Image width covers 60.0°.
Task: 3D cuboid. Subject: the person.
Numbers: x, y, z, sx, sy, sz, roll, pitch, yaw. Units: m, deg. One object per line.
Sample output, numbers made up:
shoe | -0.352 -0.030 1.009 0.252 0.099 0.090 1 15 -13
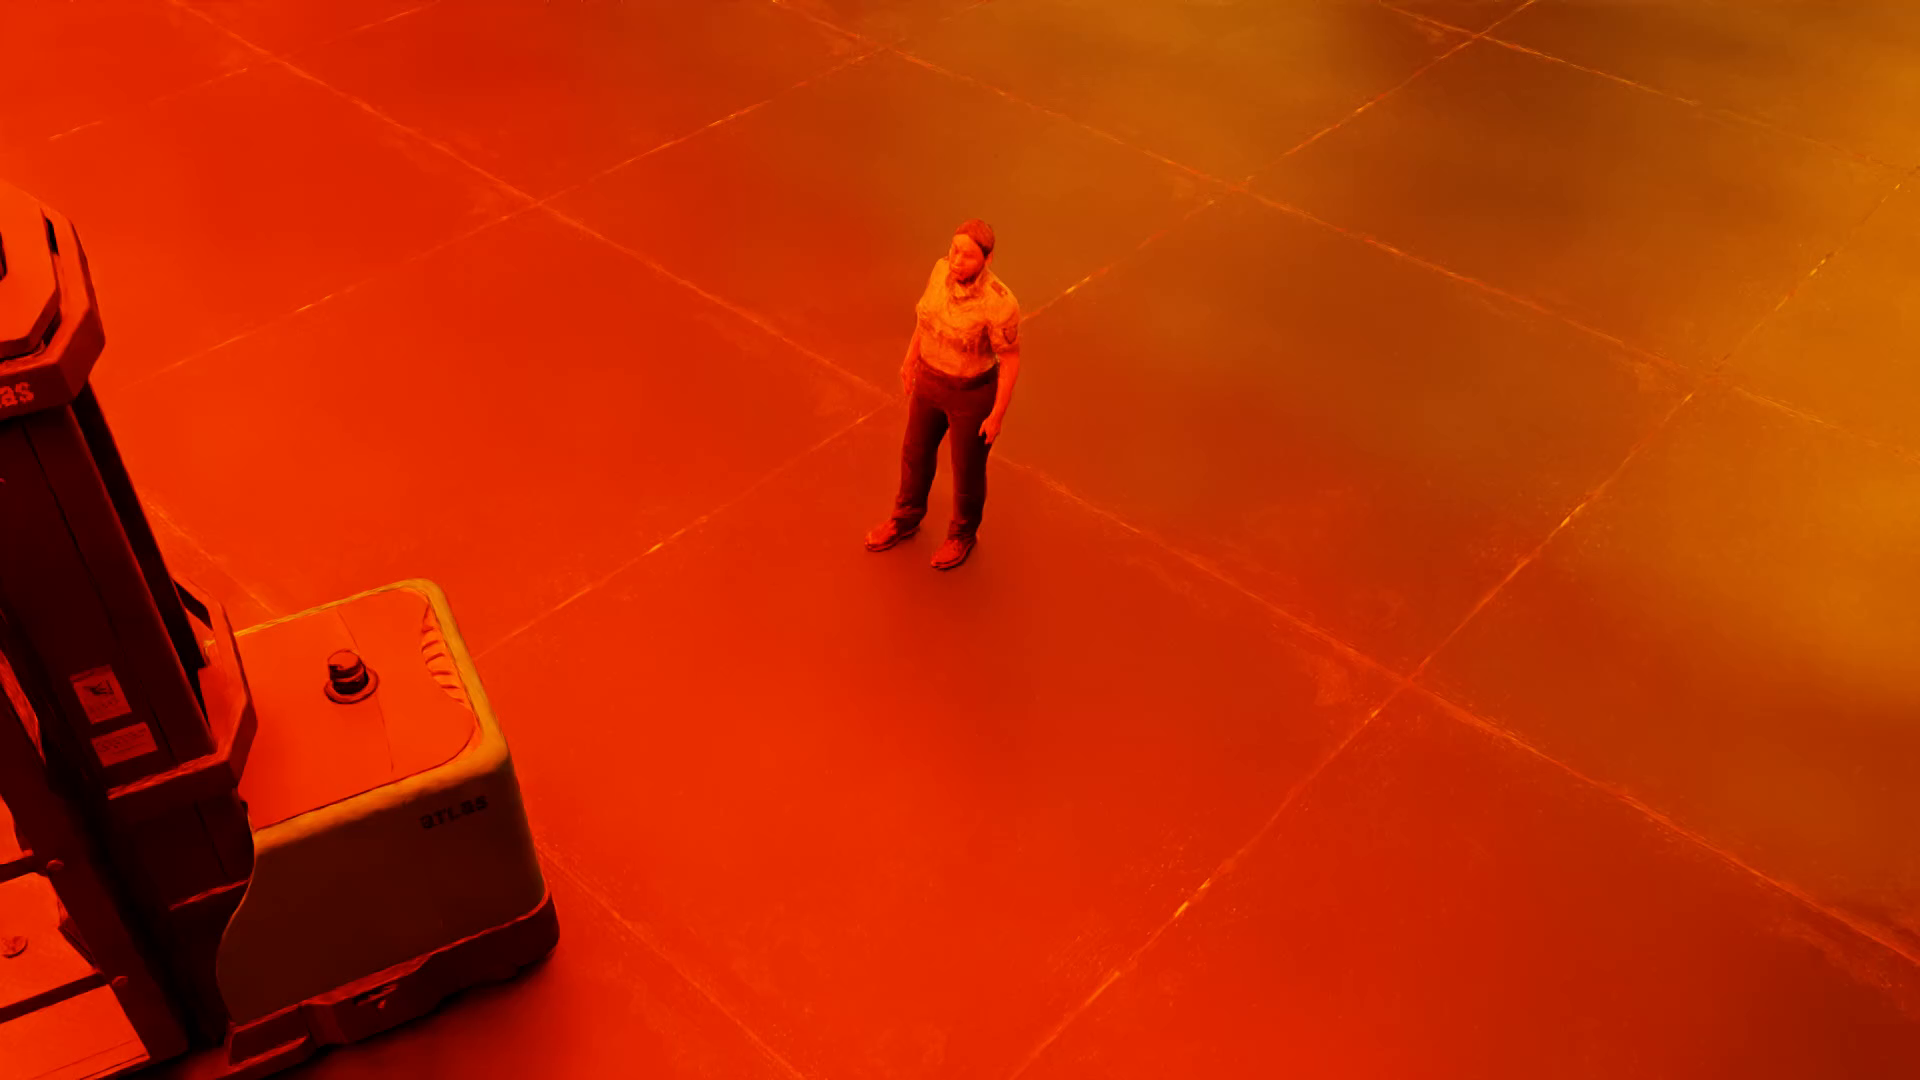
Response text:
person | -0.077 -0.595 7.102 0.599 1.642 0.502 31 49 31

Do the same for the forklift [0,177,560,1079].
forklift | -2.974 0.537 4.802 3.031 2.935 1.130 -19 44 -21
